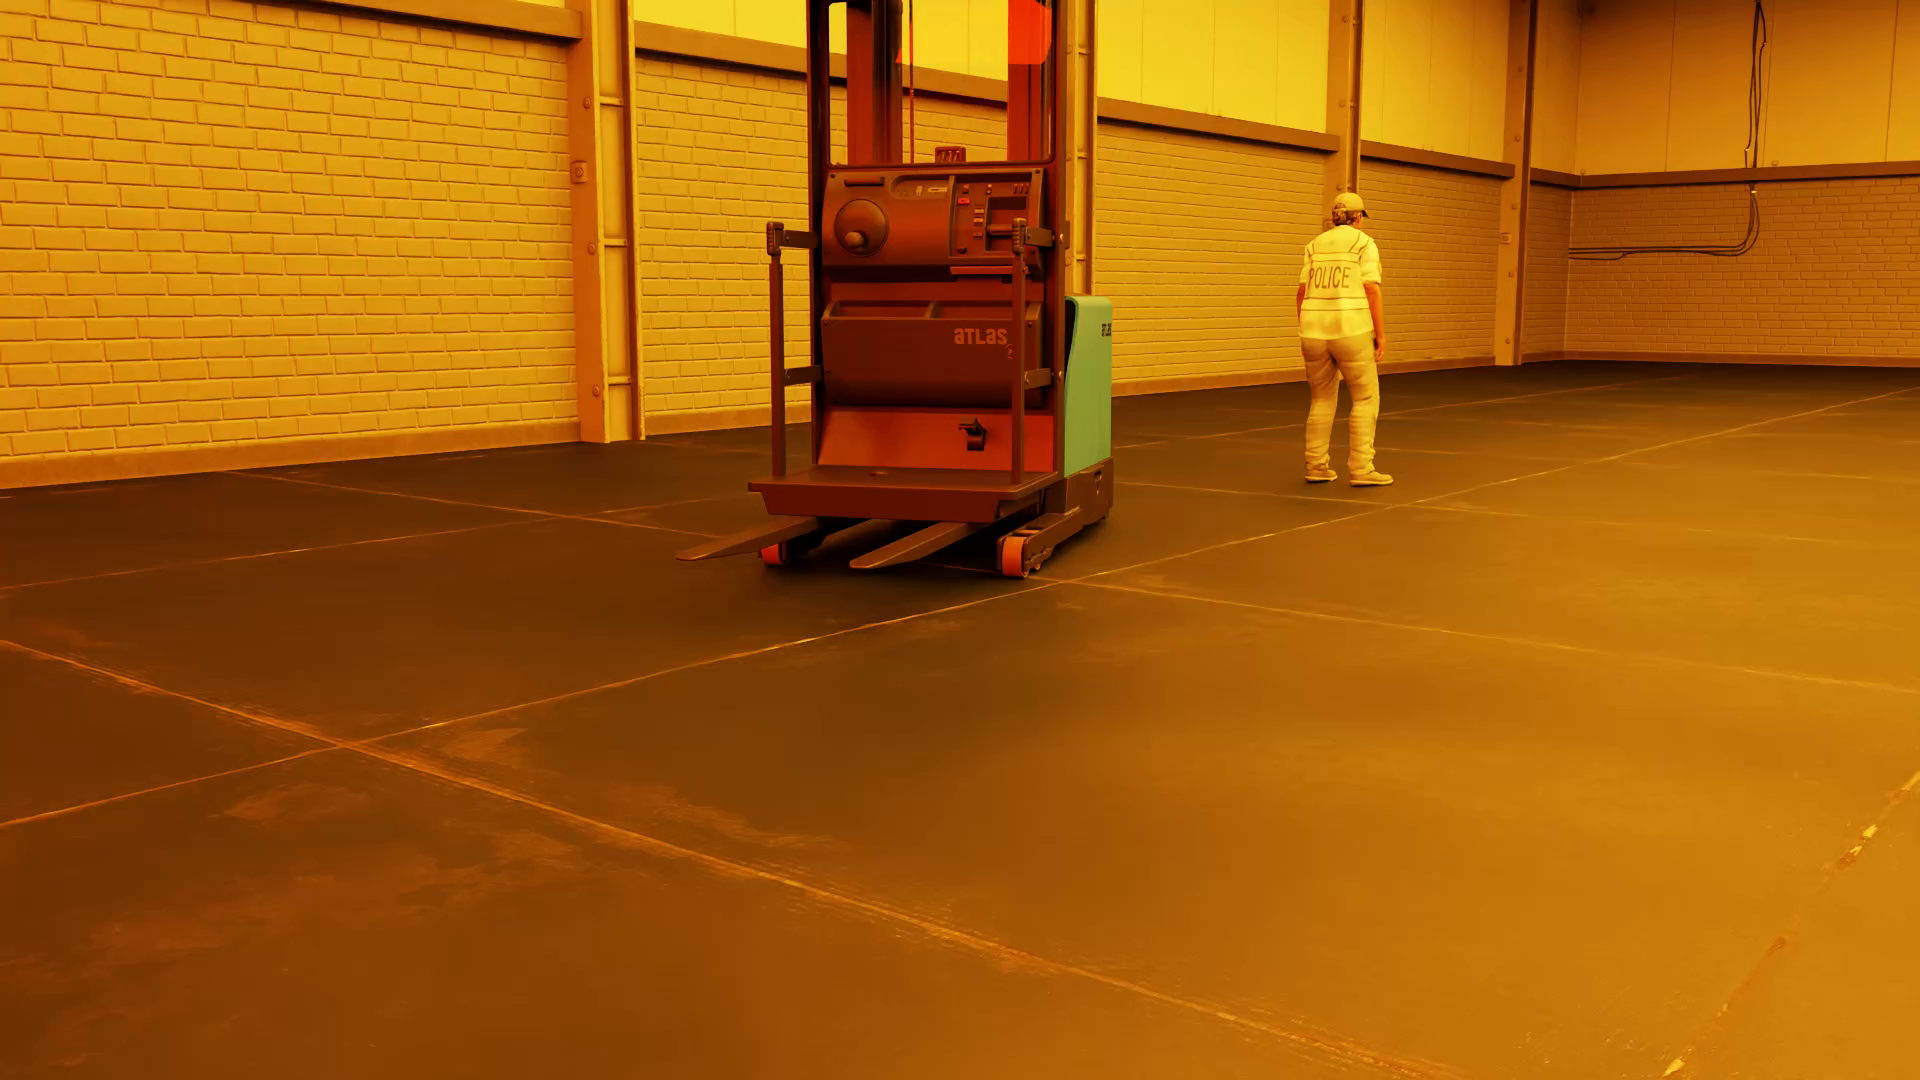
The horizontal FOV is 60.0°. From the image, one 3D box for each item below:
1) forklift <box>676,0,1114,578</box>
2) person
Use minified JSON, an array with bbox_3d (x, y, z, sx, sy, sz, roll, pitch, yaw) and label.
[{"bbox_3d":[-0.176,-1.366,6.616,1.130,2.935,3.031,3,9,17],"label":"forklift"},{"bbox_3d":[2.212,-1.157,9.565,0.564,1.666,0.469,7,11,41],"label":"person"}]
